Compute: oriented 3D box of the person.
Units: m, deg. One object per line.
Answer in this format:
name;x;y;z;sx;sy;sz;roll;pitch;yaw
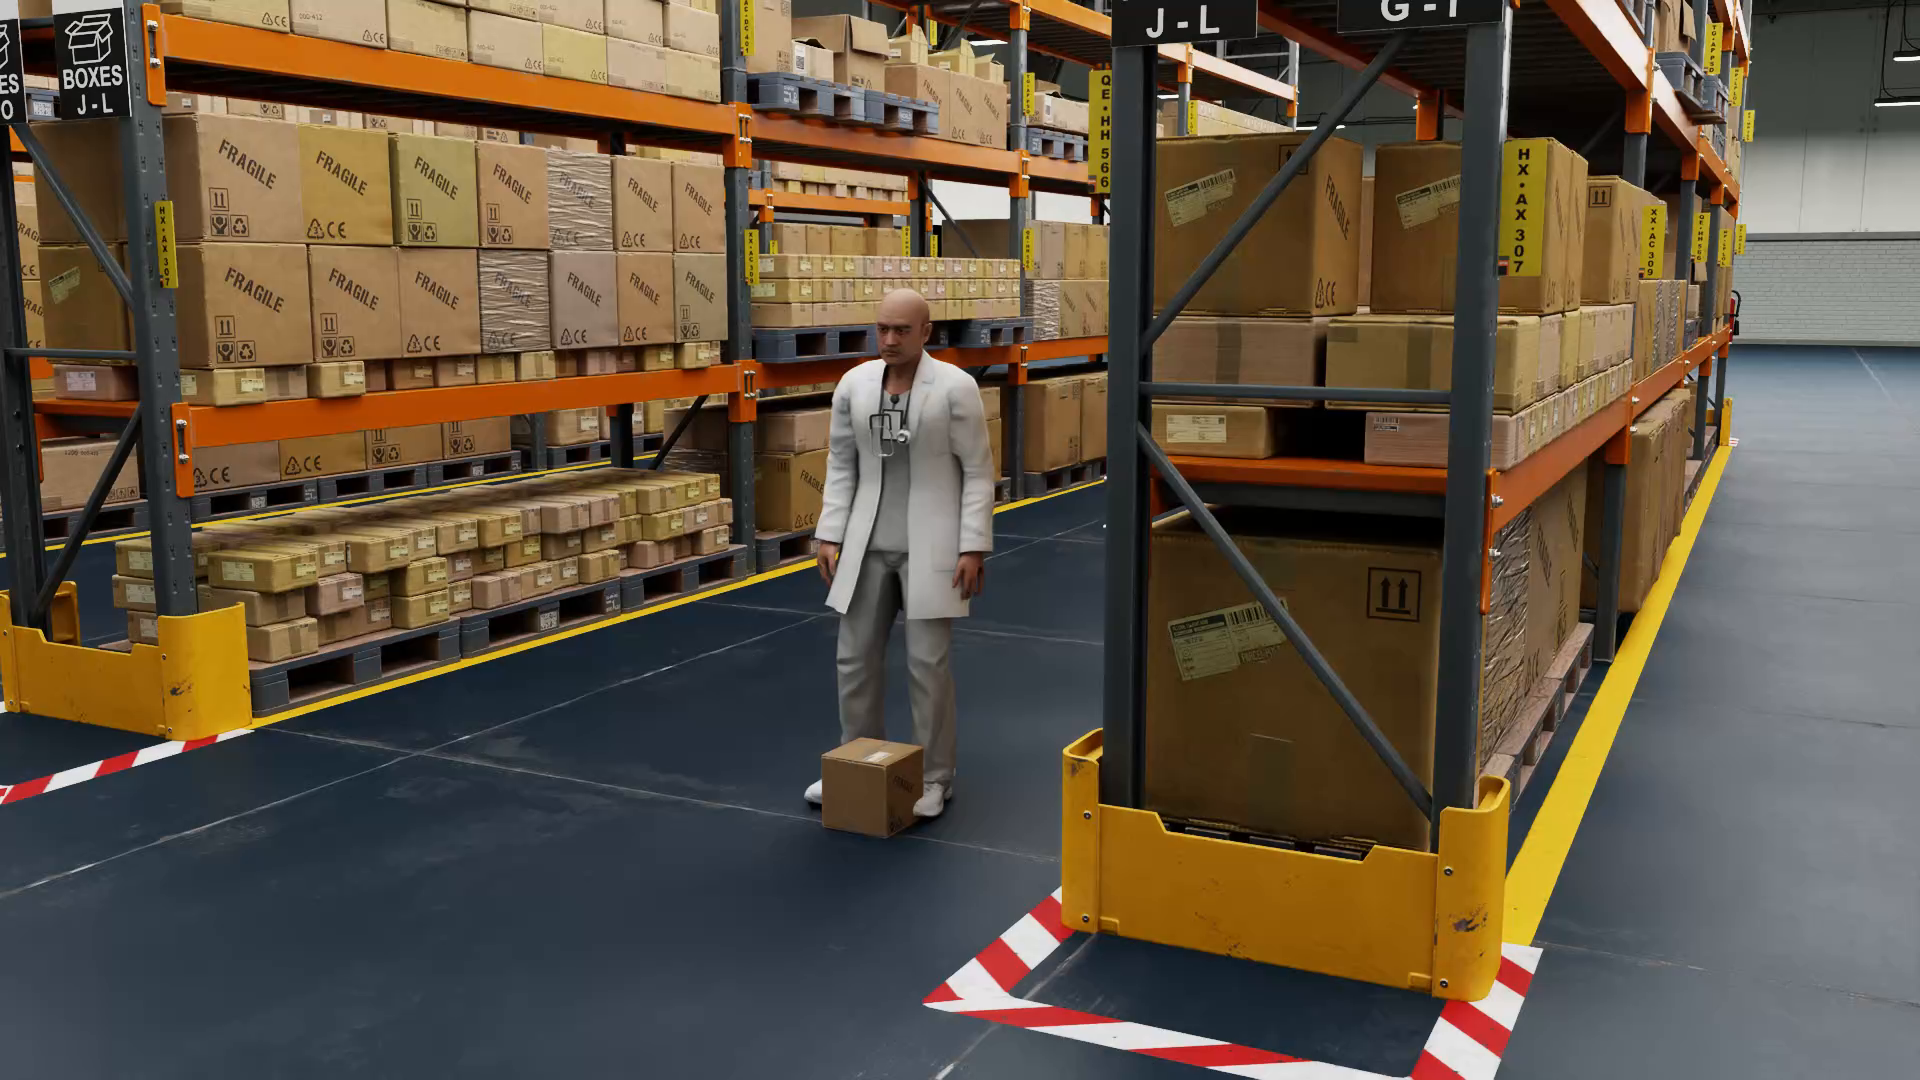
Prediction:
person;-0.196;0.038;5.674;0.649;1.772;0.433;4;10;21
